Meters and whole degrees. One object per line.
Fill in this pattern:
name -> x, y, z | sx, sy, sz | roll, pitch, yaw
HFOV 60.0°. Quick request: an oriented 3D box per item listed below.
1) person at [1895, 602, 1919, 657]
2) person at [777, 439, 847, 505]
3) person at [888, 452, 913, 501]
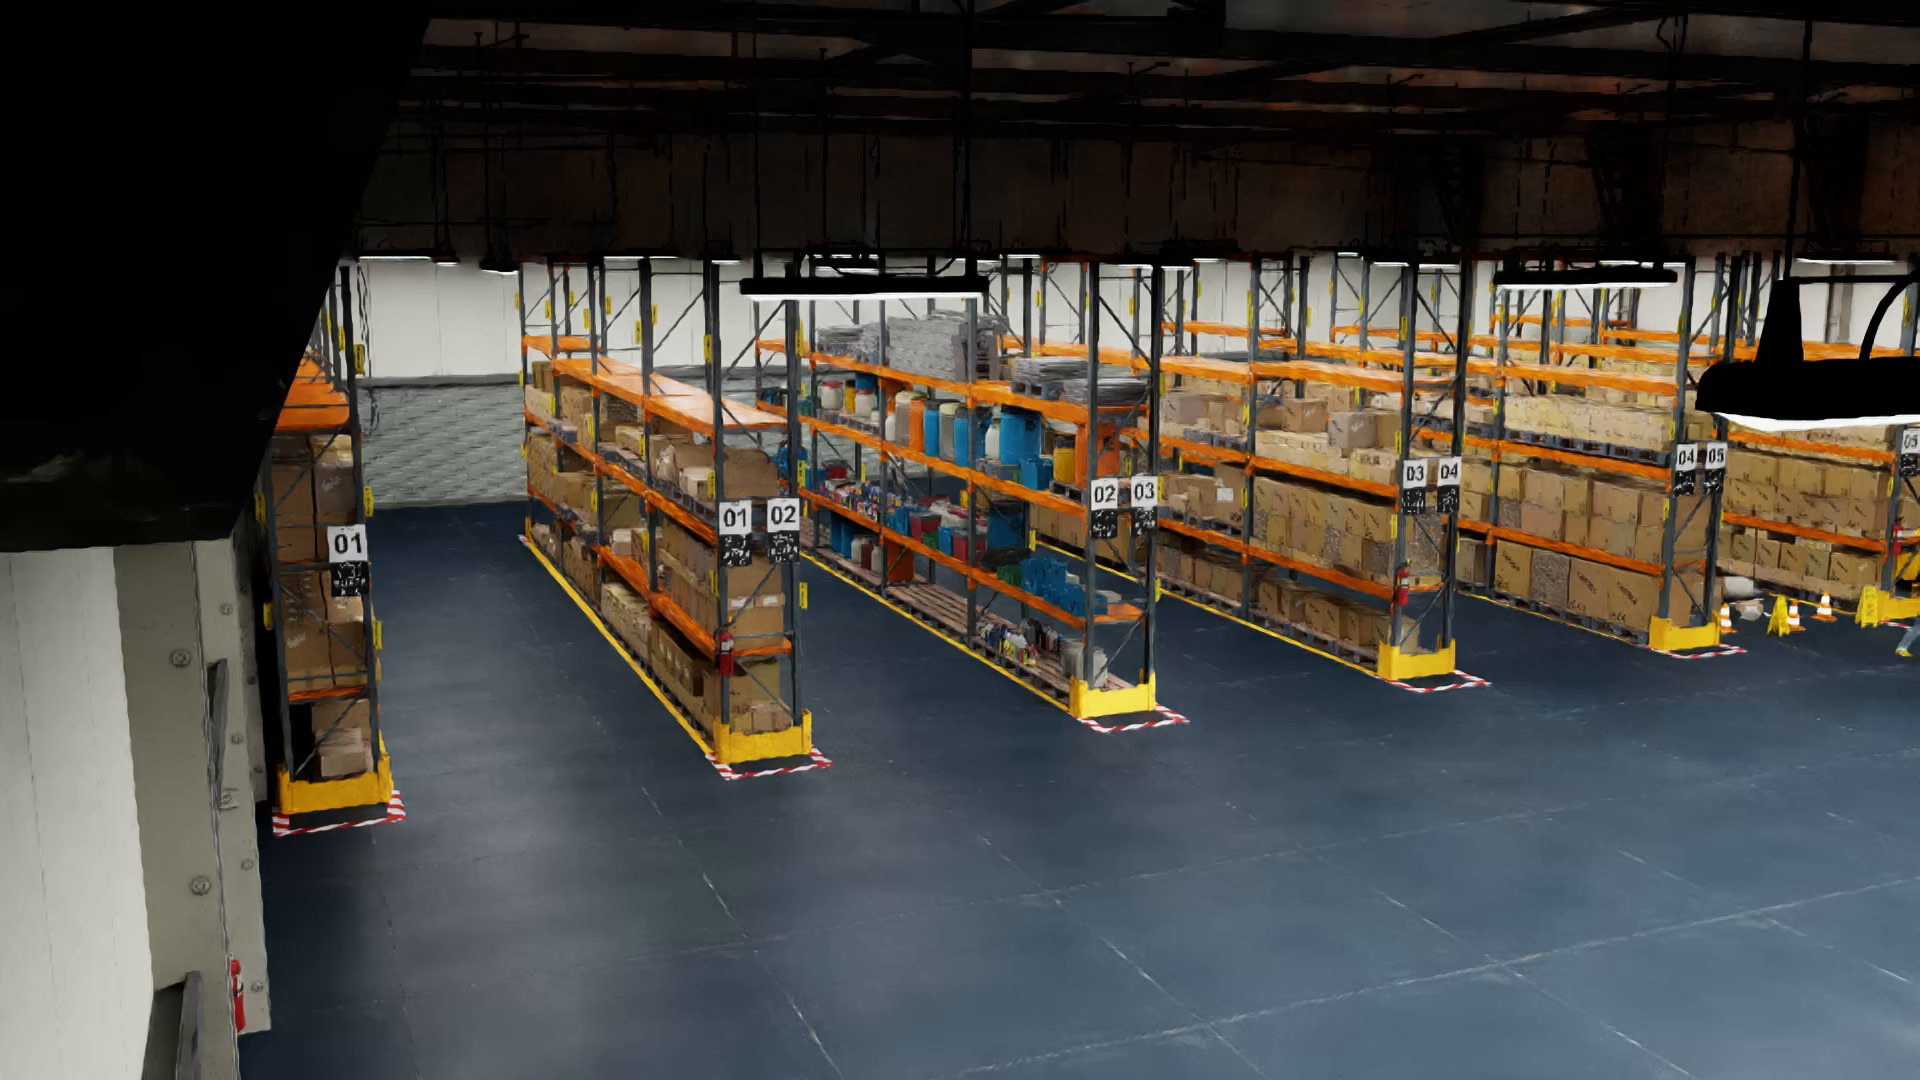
person -> 14.530, 1.017, 24.728 | 0.575, 1.691, 1.121 | -4, 11, -20
person -> -3.190, -0.876, 35.209 | 4.073, 1.670, 6.779 | 3, 11, 15
person -> -1.443, -1.722, 39.794 | 0.622, 1.653, 0.466 | 8, 13, 36
